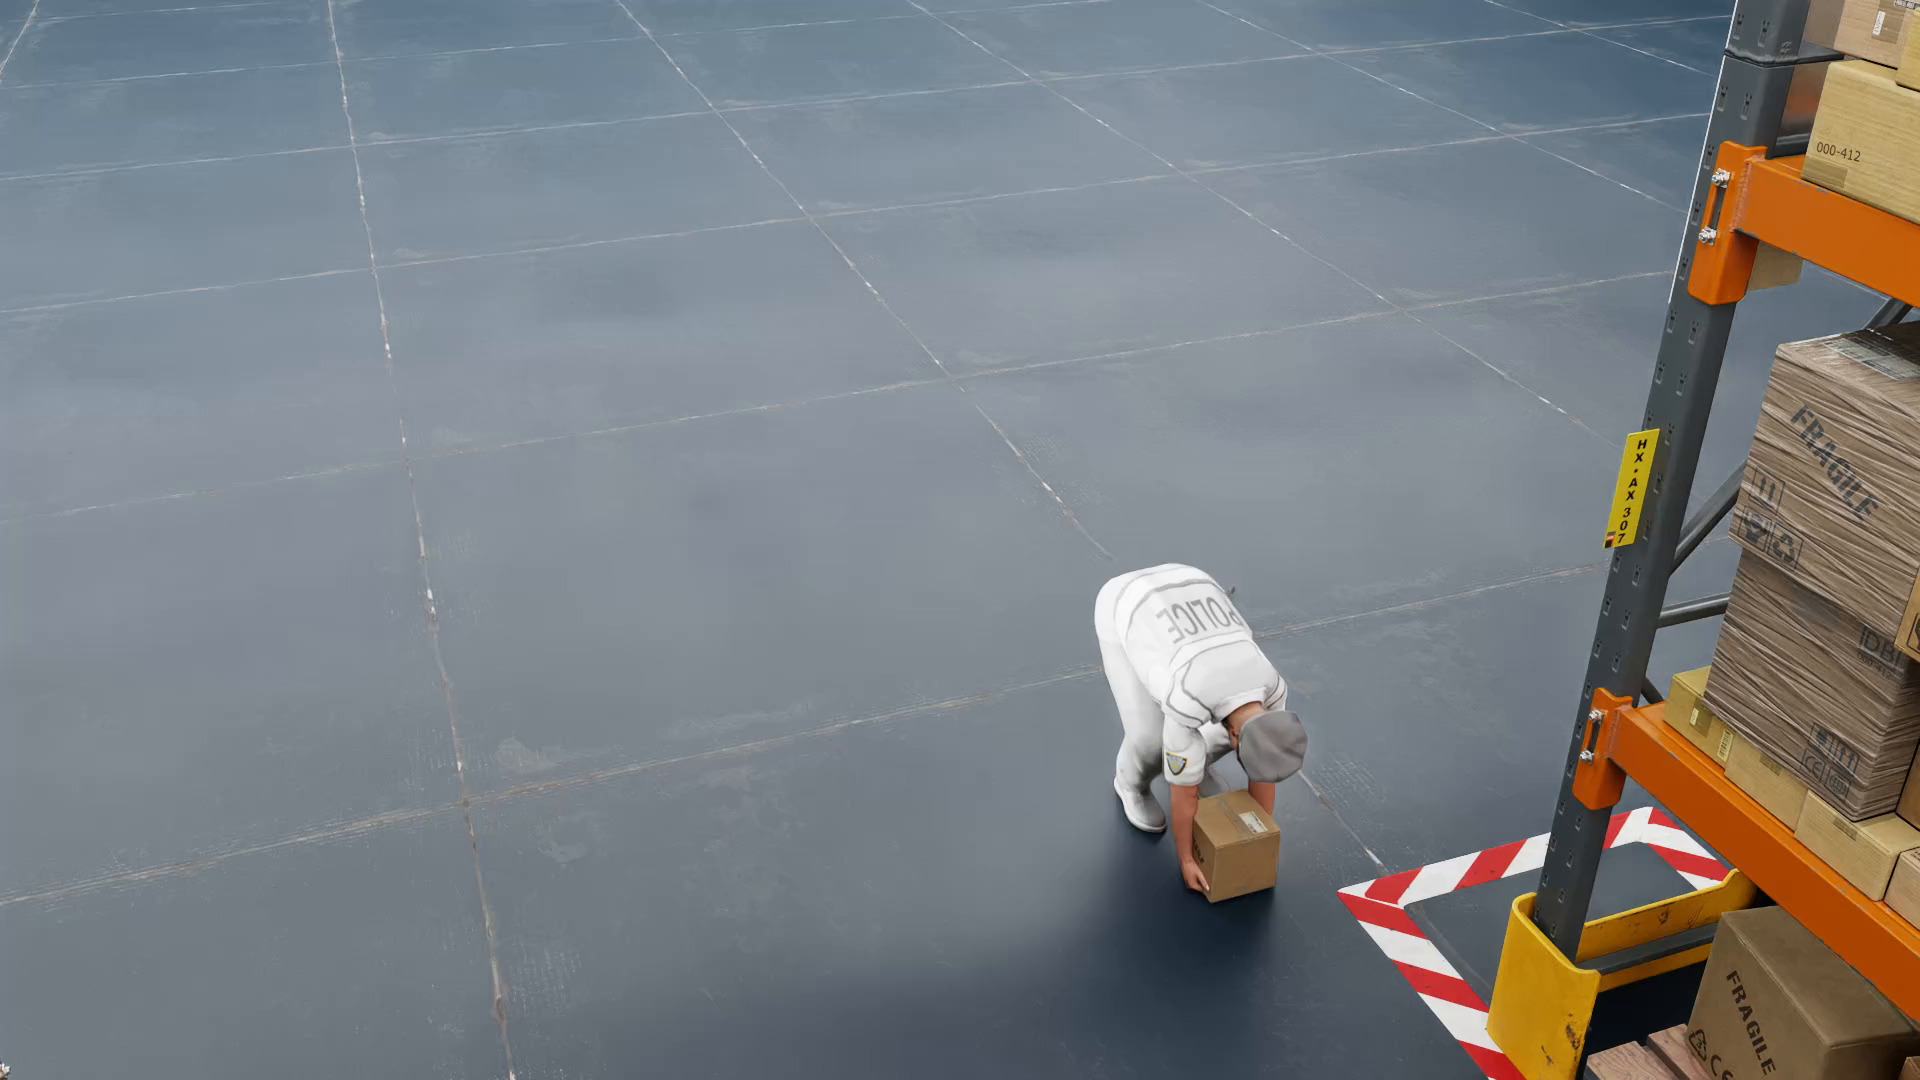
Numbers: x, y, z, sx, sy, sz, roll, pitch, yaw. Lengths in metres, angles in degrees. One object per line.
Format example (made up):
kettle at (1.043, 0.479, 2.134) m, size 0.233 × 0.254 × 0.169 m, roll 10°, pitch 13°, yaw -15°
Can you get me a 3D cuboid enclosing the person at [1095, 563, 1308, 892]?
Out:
person at (0.844, 0.633, 5.849) m, size 0.536 × 0.929 × 1.025 m, roll -12°, pitch 32°, yaw -20°
